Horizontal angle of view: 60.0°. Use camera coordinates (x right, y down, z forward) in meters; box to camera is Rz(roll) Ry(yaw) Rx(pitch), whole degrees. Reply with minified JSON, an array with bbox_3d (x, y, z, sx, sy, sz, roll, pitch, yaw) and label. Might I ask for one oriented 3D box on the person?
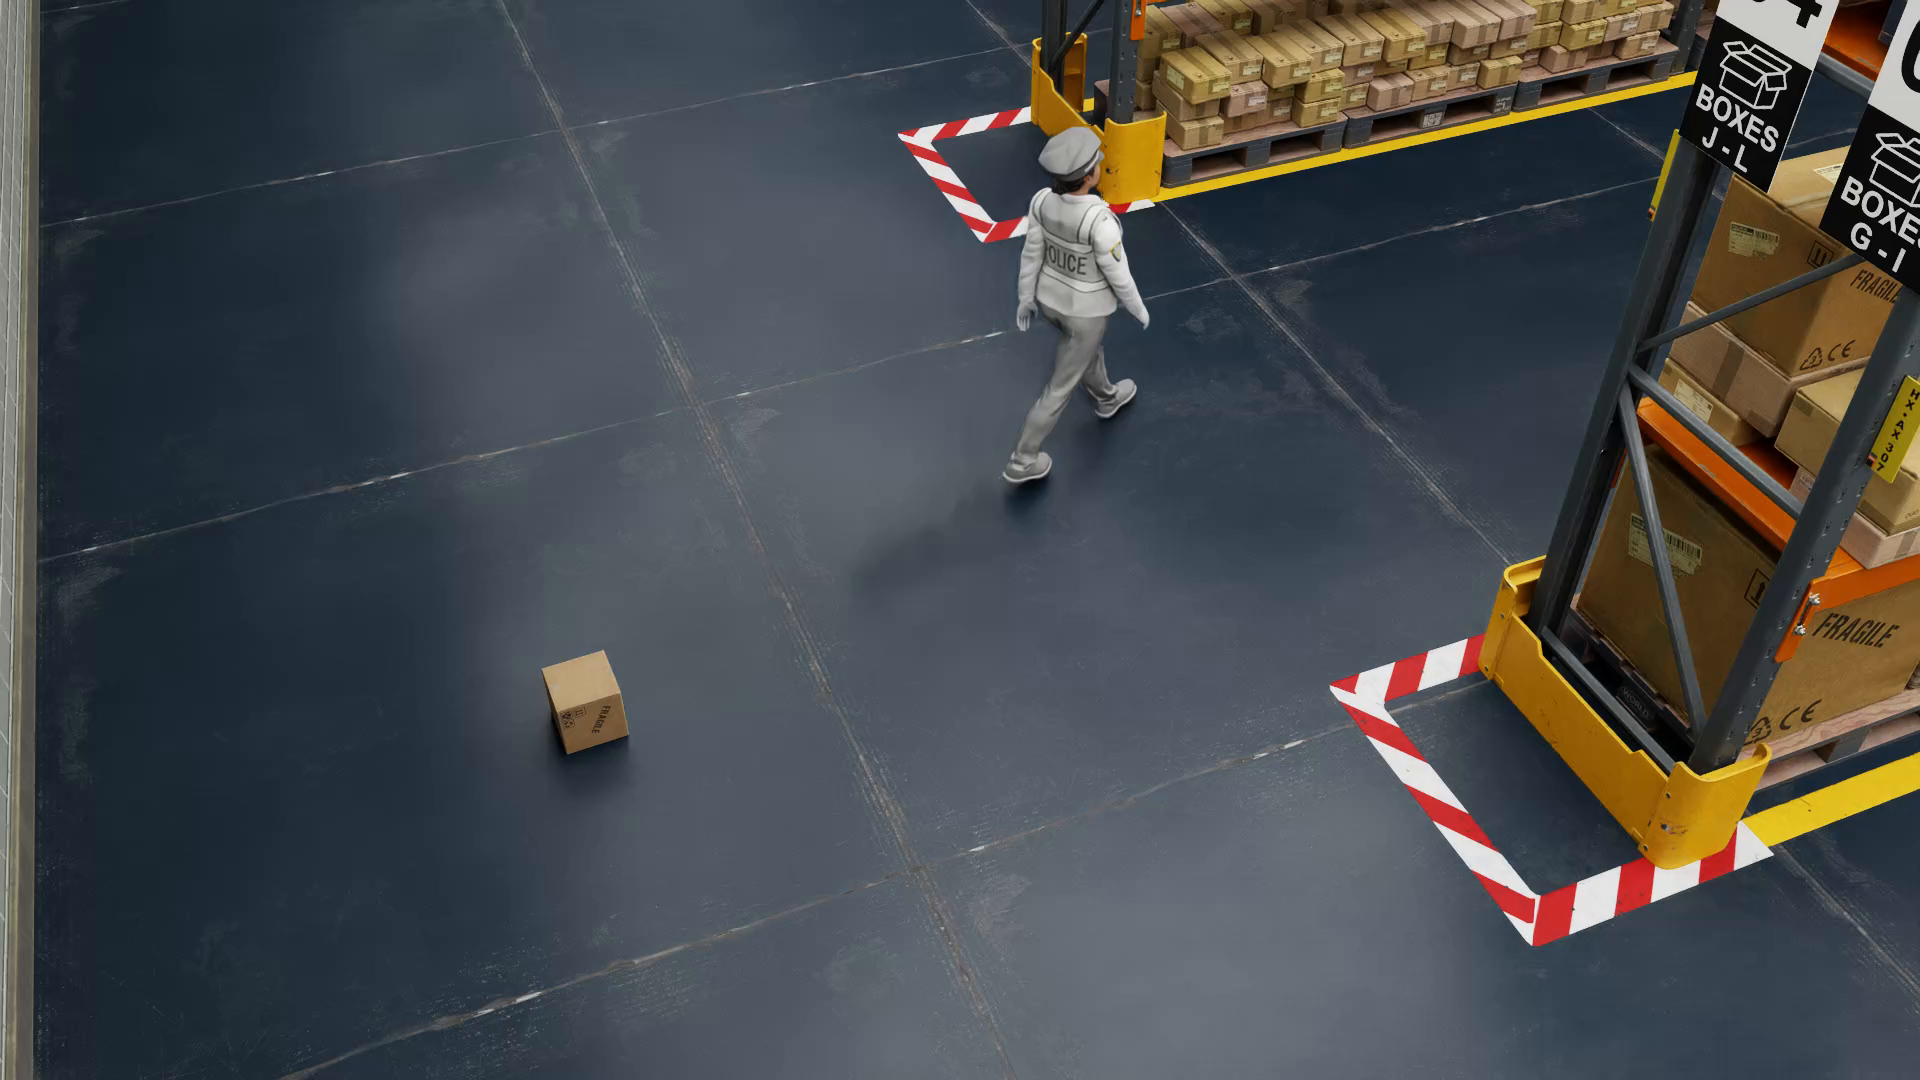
[{"bbox_3d":[0.563,-1.070,7.320,0.995,1.636,0.511,-31,51,-30],"label":"person"}]
